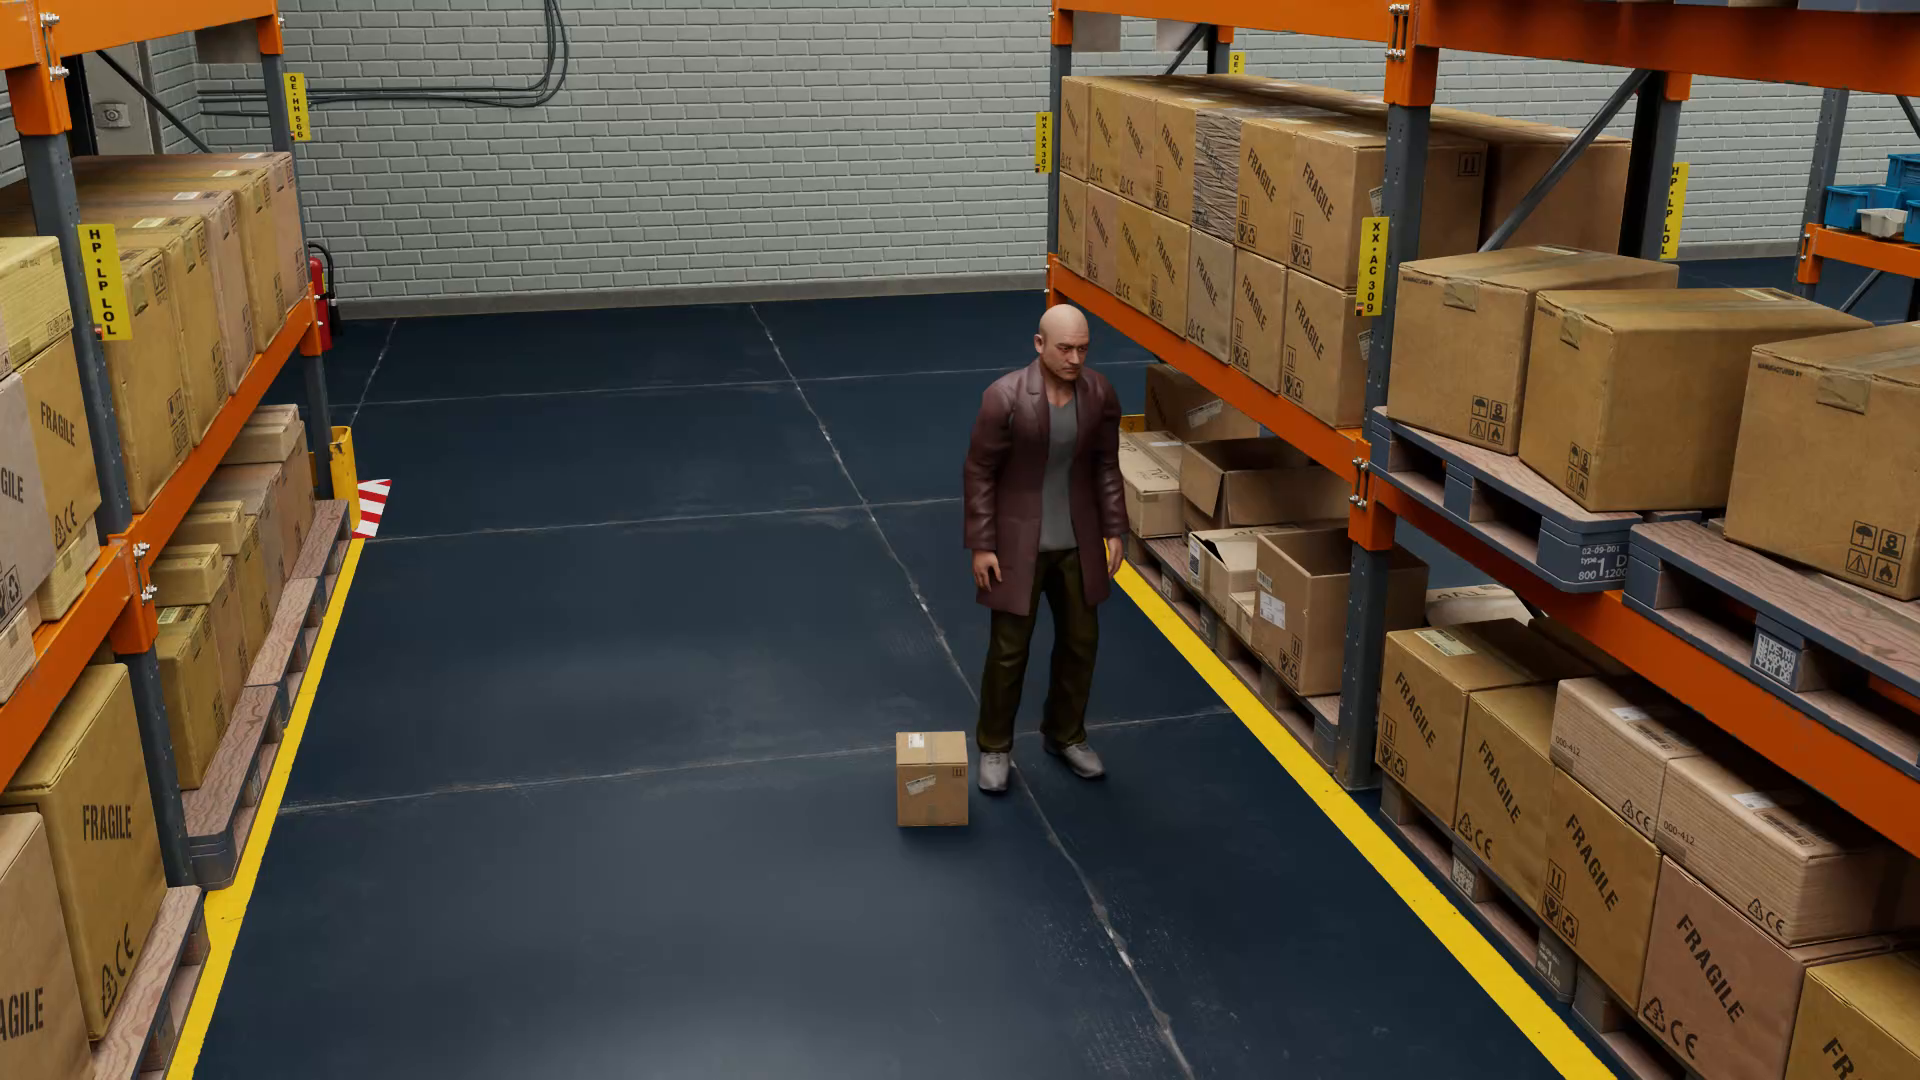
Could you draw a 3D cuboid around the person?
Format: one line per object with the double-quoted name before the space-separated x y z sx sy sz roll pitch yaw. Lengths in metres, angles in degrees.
"person" 0.320 0.016 6.047 0.649 1.772 0.433 -7 20 -19
